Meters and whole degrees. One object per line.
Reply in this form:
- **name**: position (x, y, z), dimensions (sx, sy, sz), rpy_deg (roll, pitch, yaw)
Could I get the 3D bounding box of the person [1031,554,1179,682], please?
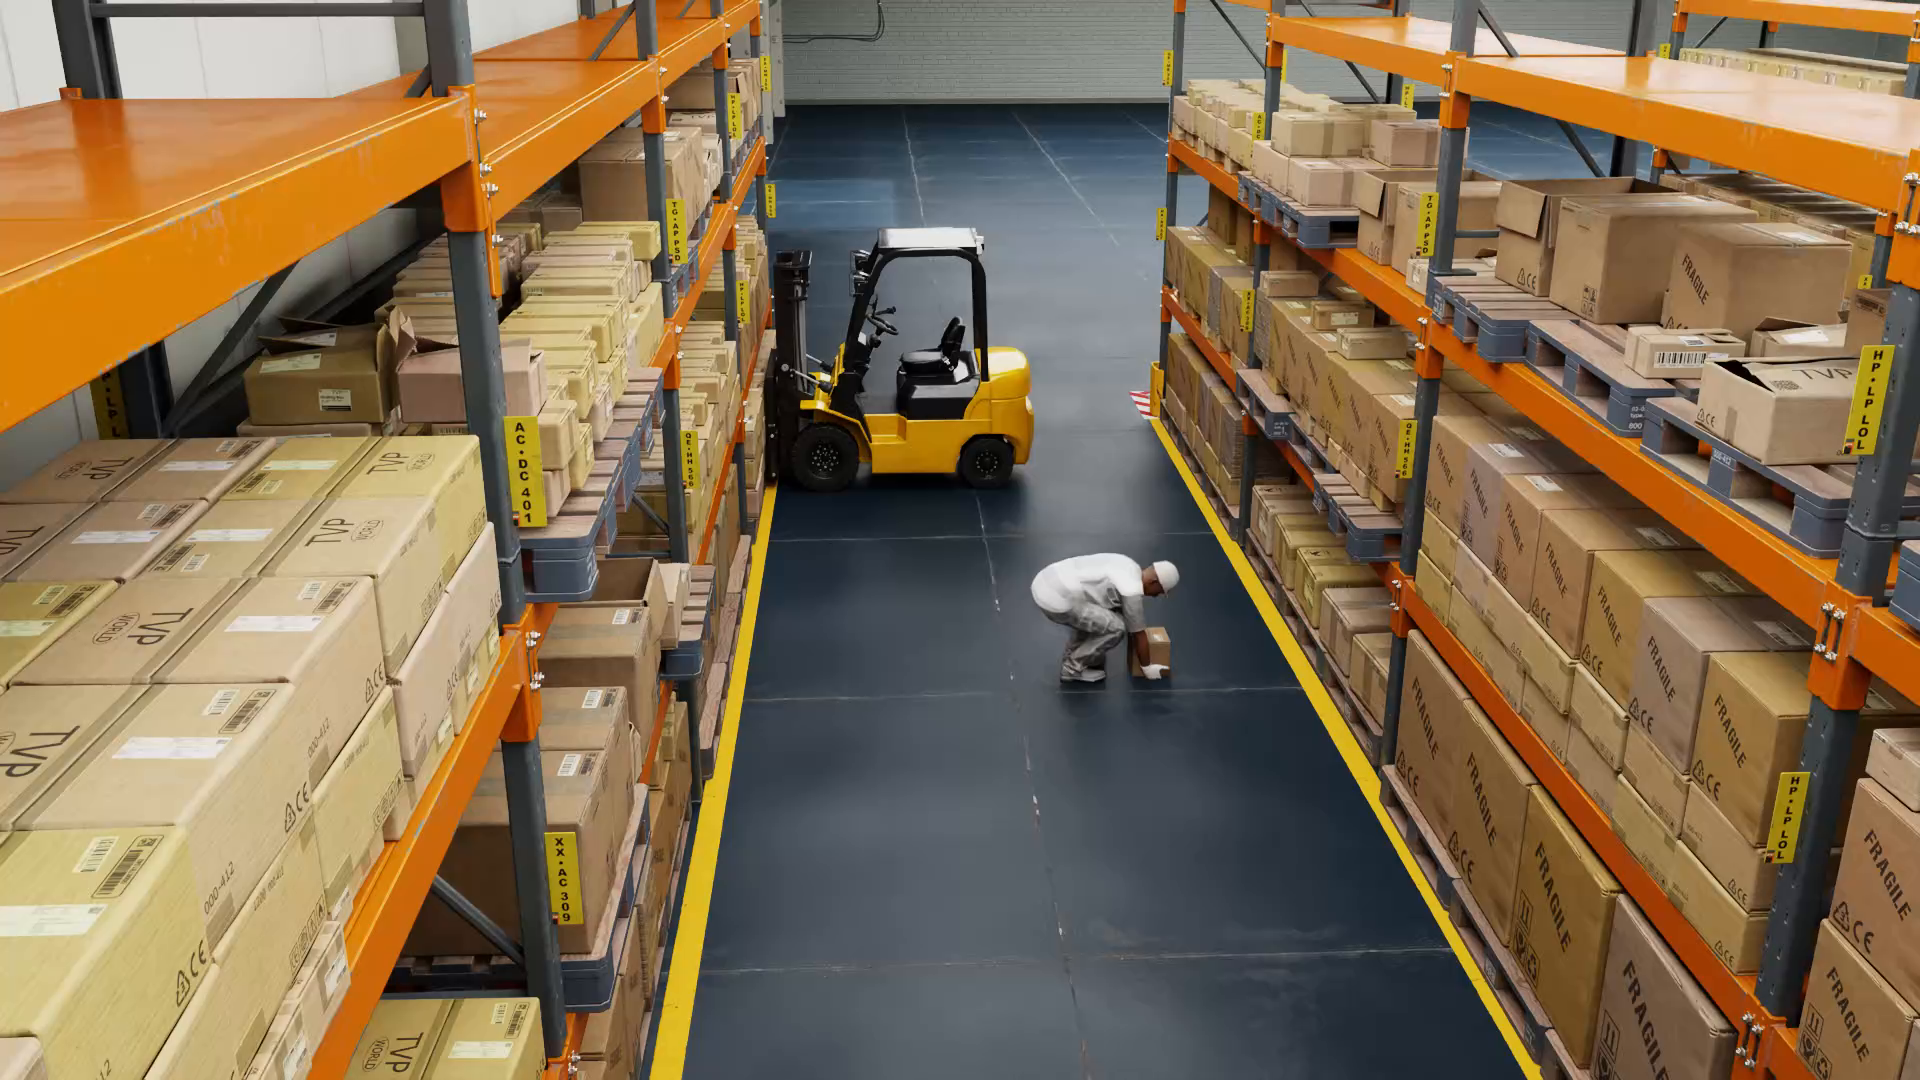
- **person**: position (0.967, 0.505, 11.114), dimensions (0.988, 0.833, 0.551), rpy_deg (-2, 20, -4)
